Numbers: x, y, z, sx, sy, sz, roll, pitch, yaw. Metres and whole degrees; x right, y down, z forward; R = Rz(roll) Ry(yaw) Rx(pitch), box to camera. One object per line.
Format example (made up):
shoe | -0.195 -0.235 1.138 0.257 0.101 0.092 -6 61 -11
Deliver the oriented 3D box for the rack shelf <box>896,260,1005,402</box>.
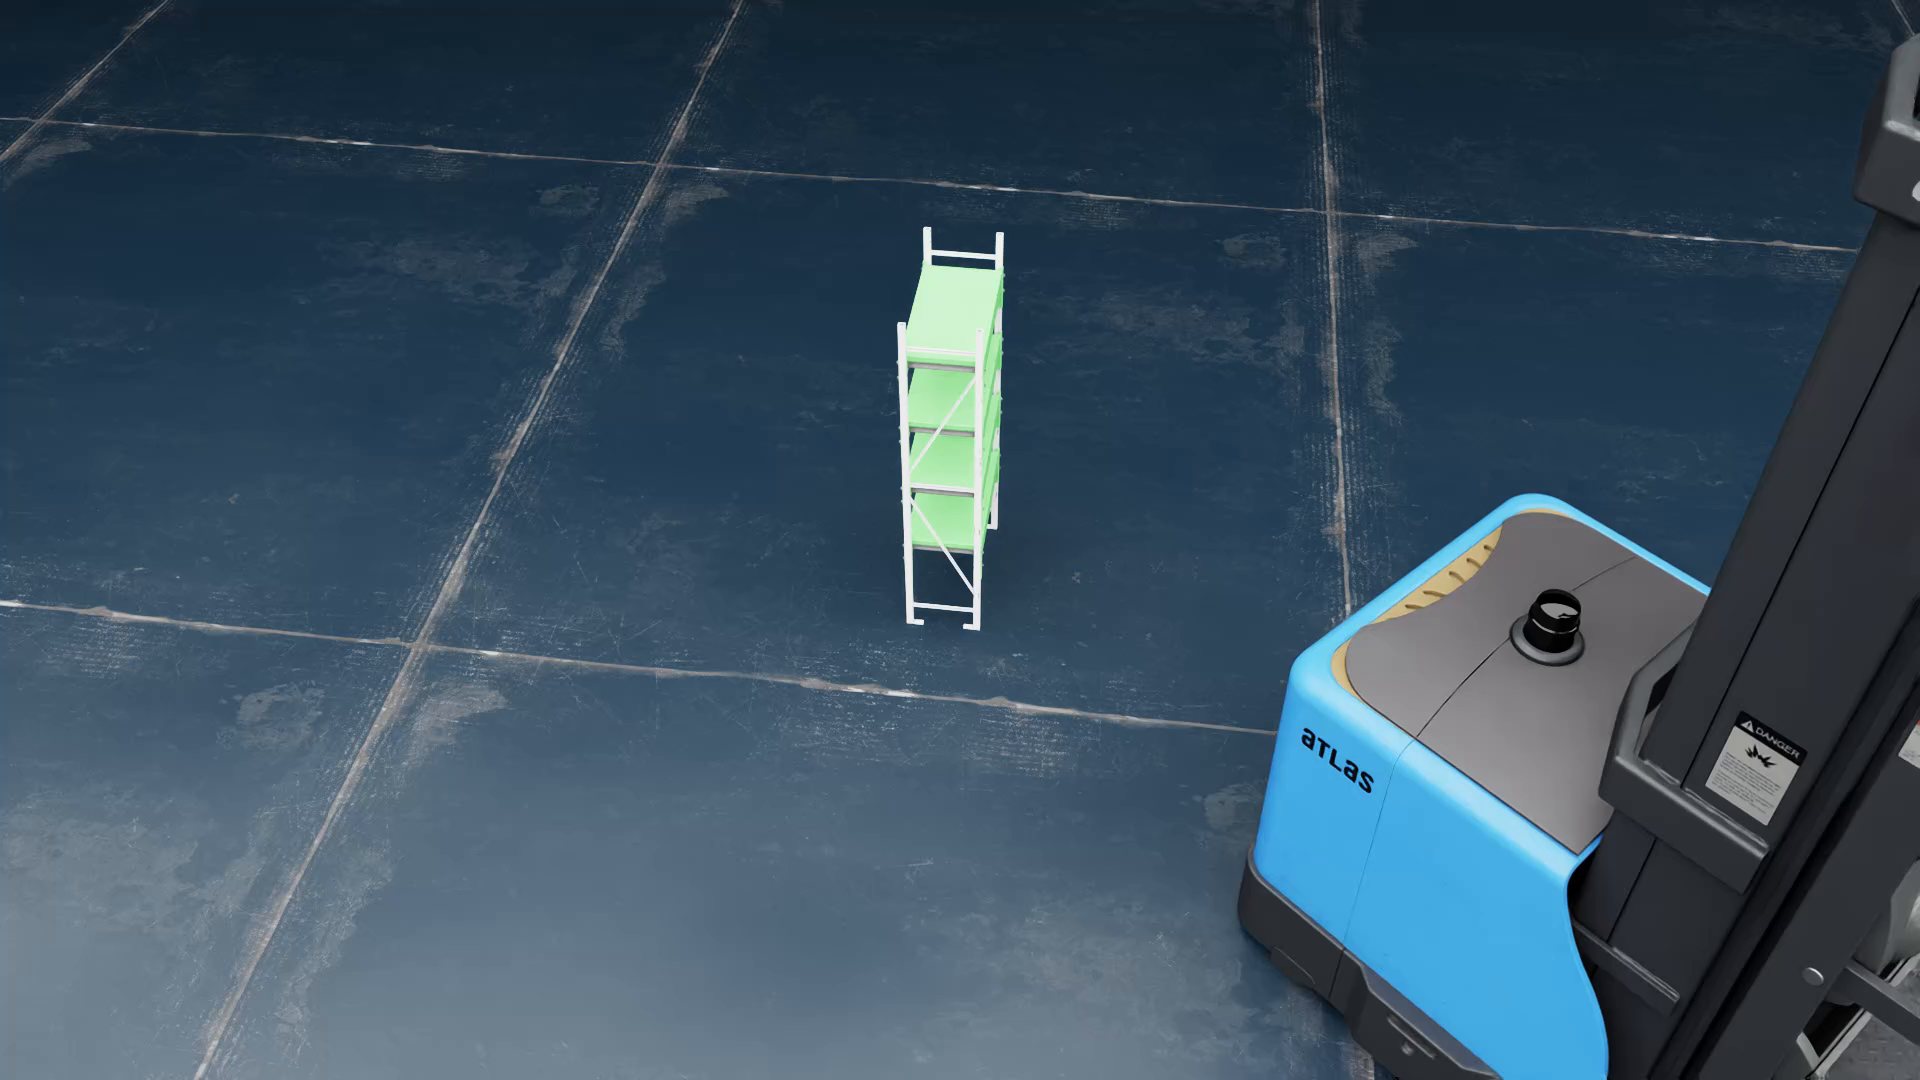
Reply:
rack shelf | -0.022 -0.625 4.932 0.258 0.148 0.480 5 44 6

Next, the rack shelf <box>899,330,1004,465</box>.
rack shelf | -0.022 -0.451 5.097 0.258 0.148 0.480 5 44 6

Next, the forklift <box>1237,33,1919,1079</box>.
forklift | 2.109 0.550 3.038 1.130 2.935 3.031 -31 52 -29

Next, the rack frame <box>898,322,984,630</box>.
rack frame | -0.054 -0.157 5.043 0.240 1.200 0.015 5 44 6

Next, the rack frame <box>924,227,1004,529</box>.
rack frame | 0.010 -0.489 5.394 0.240 1.200 0.015 5 44 6

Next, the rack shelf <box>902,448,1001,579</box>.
rack shelf | -0.022 -0.102 5.427 0.258 0.148 0.480 5 44 6

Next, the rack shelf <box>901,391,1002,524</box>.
rack shelf | -0.022 -0.276 5.262 0.258 0.148 0.480 5 44 6

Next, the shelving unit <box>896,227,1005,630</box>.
shelving unit | -0.022 -0.323 5.218 0.258 1.200 0.503 5 44 6
